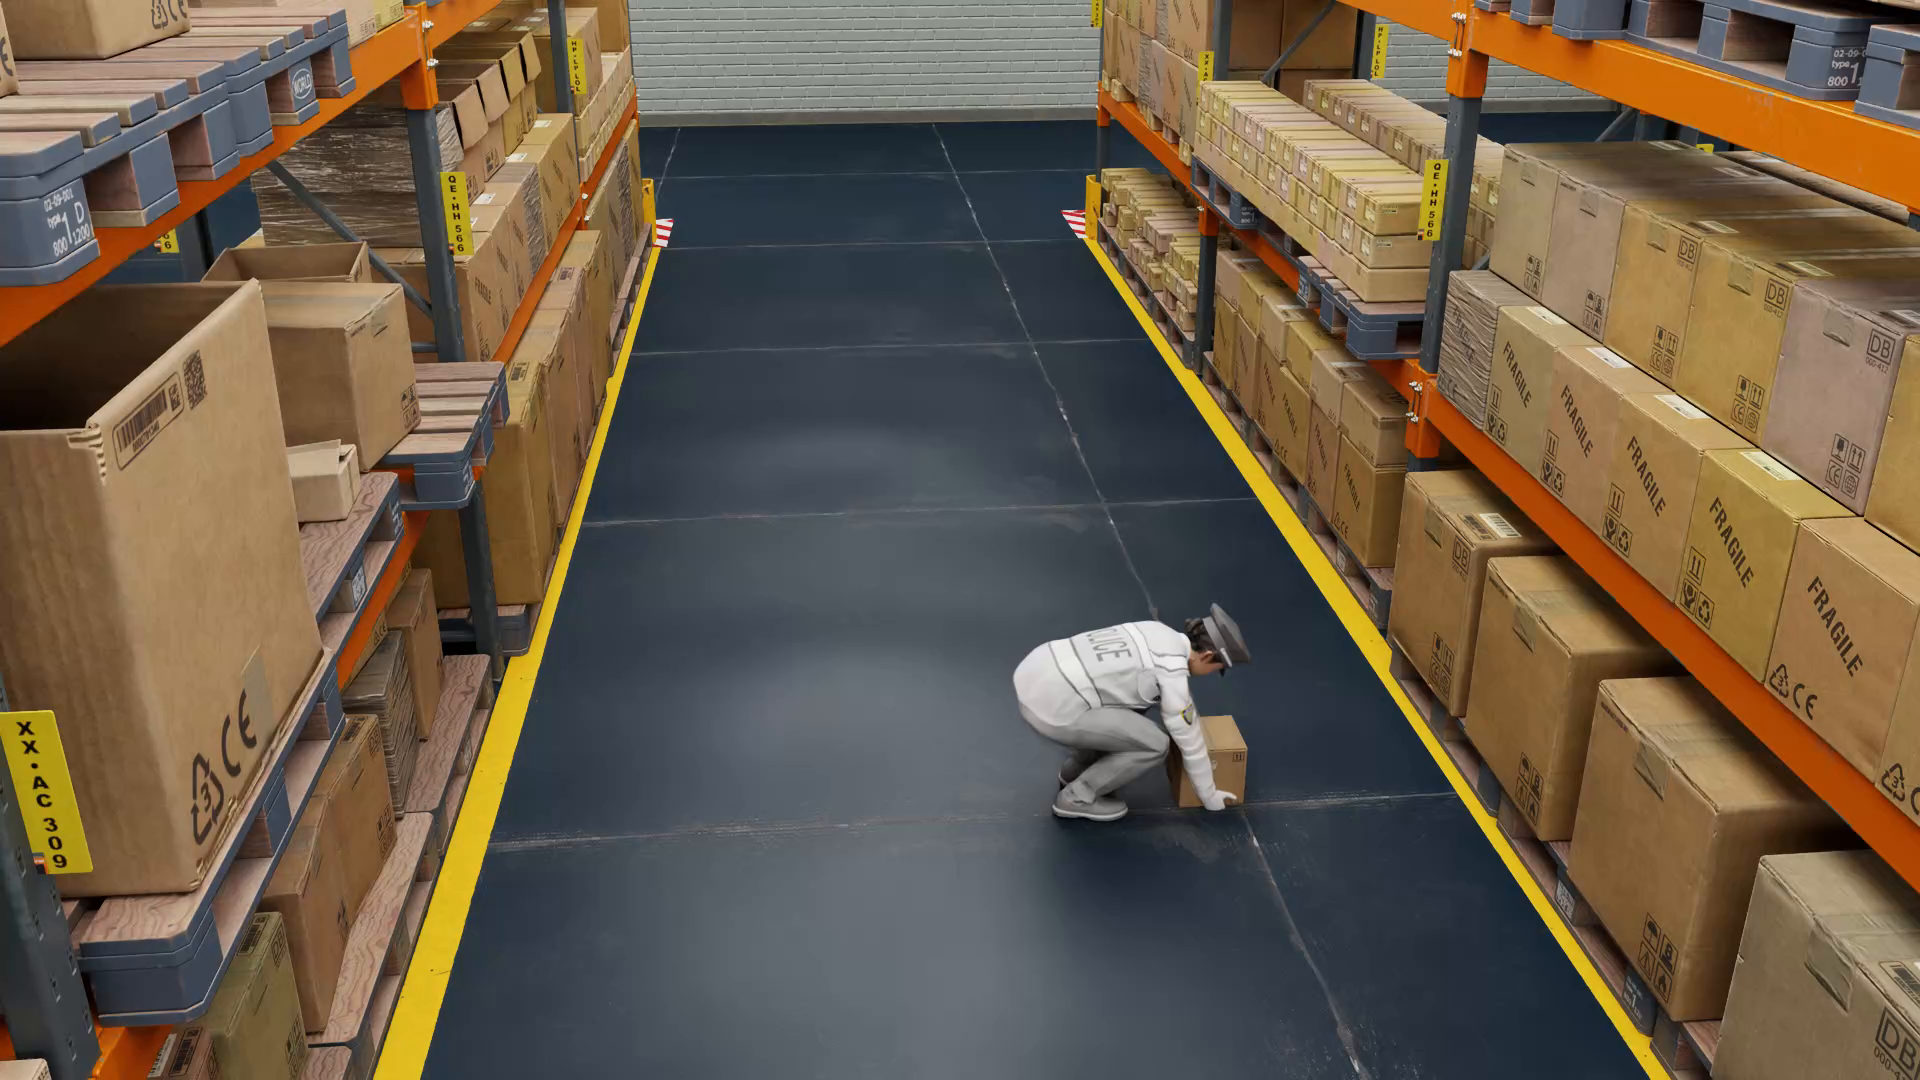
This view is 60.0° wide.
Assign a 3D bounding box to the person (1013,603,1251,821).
[{"bbox_3d":[0.654,0.643,6.286,0.907,0.781,0.454,-3,24,-6],"label":"person"}]
